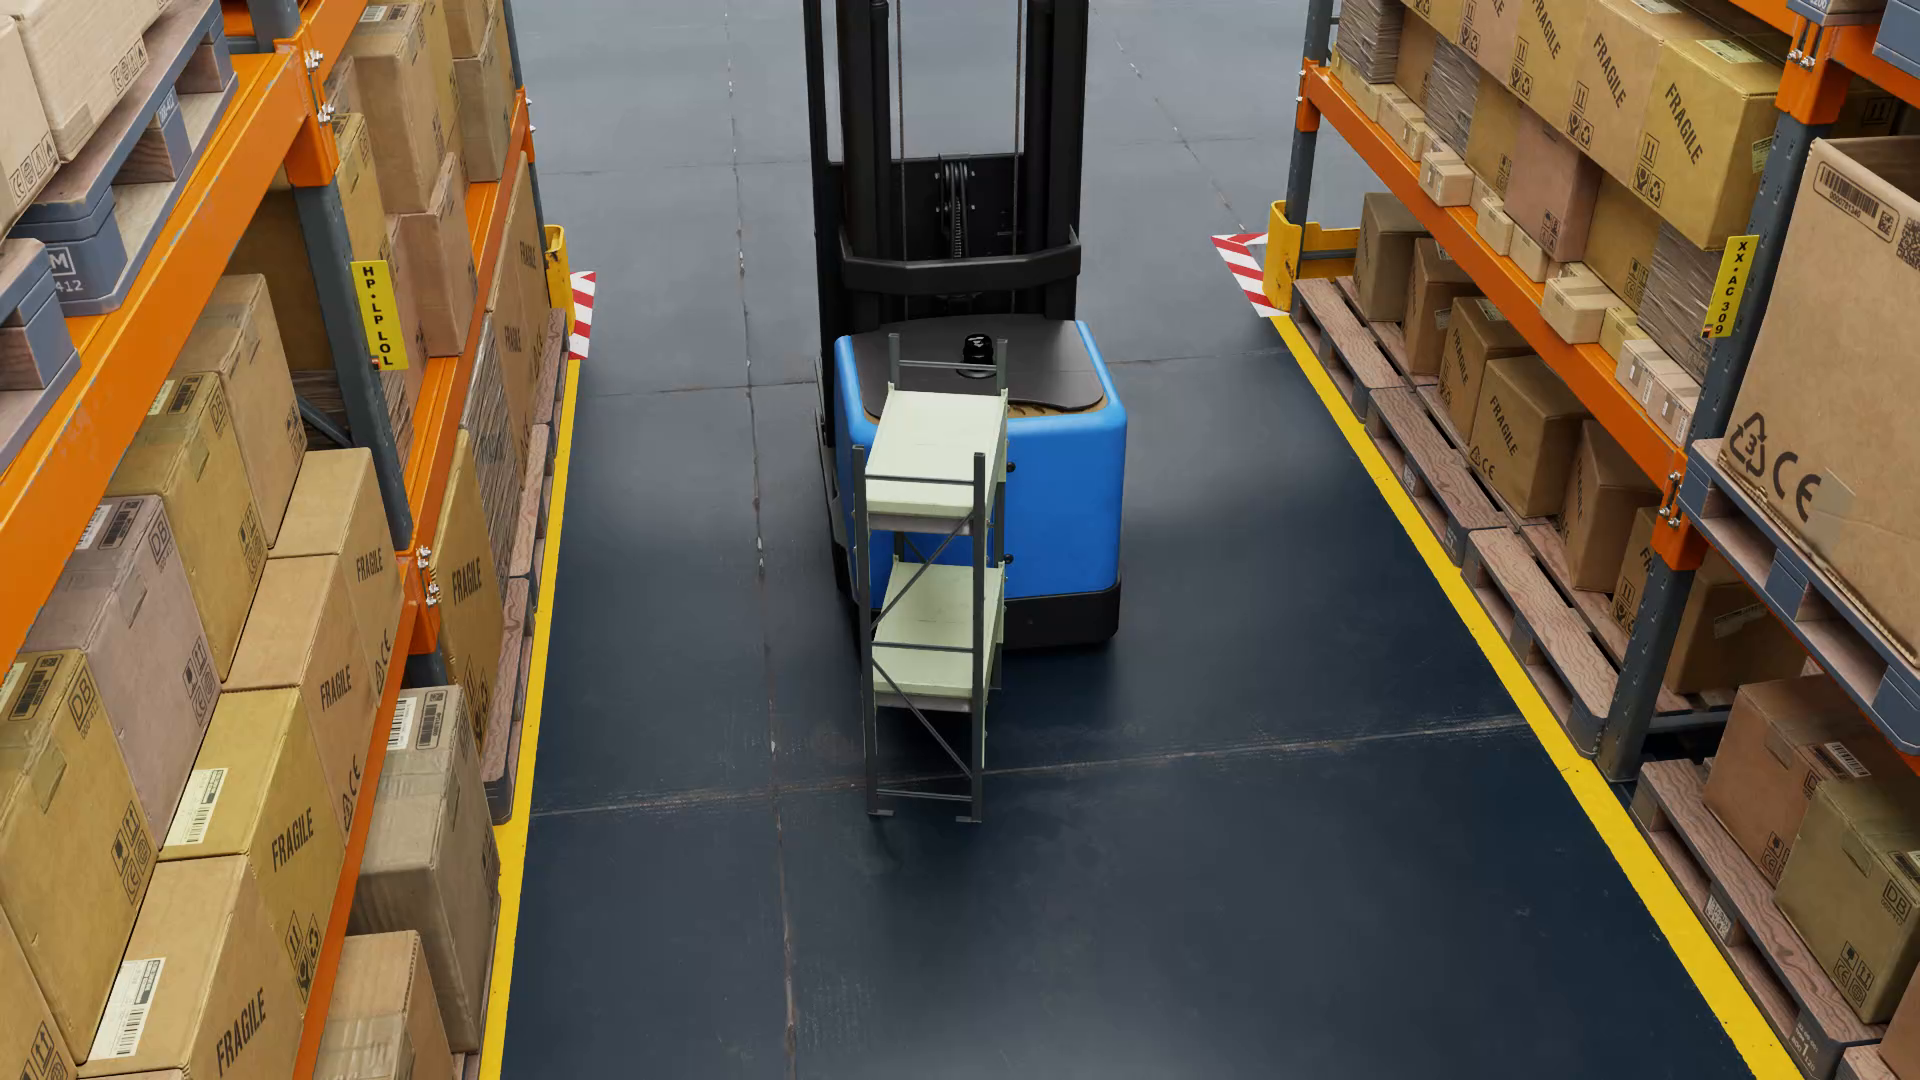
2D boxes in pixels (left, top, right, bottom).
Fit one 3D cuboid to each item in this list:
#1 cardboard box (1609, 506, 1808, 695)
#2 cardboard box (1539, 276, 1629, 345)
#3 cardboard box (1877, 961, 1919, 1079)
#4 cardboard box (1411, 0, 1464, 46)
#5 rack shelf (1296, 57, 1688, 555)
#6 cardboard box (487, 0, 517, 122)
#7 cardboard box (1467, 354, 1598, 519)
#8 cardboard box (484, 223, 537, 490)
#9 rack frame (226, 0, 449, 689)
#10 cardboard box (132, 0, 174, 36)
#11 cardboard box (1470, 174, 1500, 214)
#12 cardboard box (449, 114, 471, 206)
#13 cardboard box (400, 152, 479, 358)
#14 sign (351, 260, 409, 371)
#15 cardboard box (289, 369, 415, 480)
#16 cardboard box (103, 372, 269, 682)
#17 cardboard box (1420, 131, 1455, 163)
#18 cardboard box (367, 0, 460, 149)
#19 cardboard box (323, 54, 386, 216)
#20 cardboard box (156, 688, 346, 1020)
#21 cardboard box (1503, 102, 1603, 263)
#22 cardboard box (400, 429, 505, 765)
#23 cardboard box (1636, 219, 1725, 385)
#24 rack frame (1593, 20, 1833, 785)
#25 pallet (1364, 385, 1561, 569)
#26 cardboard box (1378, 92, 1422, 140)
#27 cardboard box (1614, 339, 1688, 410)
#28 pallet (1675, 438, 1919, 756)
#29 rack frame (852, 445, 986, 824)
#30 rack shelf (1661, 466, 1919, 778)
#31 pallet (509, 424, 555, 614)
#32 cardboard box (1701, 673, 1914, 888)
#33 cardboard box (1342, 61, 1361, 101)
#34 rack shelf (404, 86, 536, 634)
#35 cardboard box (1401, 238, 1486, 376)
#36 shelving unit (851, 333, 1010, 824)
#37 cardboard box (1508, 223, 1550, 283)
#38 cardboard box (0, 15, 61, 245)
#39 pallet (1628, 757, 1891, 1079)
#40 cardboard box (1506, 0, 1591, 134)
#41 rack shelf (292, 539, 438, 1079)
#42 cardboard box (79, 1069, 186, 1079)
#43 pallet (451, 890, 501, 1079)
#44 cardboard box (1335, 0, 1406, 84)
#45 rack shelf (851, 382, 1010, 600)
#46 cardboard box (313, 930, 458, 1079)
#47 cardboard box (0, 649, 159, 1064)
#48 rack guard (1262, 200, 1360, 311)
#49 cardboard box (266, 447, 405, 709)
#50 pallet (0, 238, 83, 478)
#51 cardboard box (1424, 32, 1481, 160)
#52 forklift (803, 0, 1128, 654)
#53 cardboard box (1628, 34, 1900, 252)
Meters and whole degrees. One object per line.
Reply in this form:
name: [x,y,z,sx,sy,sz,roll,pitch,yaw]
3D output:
cardboard box: [2.799,0.199,6.141,0.500,0.500,0.500,-5,35,-8]
cardboard box: [2.351,-0.843,6.046,0.380,0.149,0.250,-4,35,-6]
cardboard box: [2.996,1.341,4.447,0.700,0.500,0.500,-7,35,-10]
cardboard box: [2.208,-2.357,6.805,0.500,0.500,0.500,-4,35,-6]
rack shelf: [2.544,-1.253,7.063,1.077,0.370,4.000,-4,35,-6]
cardboard box: [-2.558,-2.205,7.689,0.875,0.550,0.550,-4,35,-6]
cardboard box: [2.553,-0.460,7.108,0.500,0.500,0.500,-7,35,-11]
cardboard box: [-2.376,-0.778,7.242,0.875,0.875,0.875,-5,35,-7]
rack frame: [-2.115,-0.115,4.754,1.000,3.000,0.127,-4,35,-6]
cardboard box: [-1.862,-1.125,3.245,0.500,0.250,0.500,-4,34,-6]
cardboard box: [2.348,-1.411,6.880,0.380,0.149,0.250,-4,35,-6]
cardboard box: [-2.512,-1.578,6.768,0.875,0.550,0.550,-4,35,-6]
cardboard box: [-2.229,-0.997,5.916,0.875,0.550,0.550,-4,35,-6]
sign: [-1.579,-0.607,4.519,0.100,0.325,0.005,-4,35,-6]
cardboard box: [-2.177,-0.381,5.013,0.875,0.550,0.550,-4,35,-6]
cardboard box: [-1.971,-0.005,3.618,0.700,0.500,0.500,-5,35,-7]
cardboard box: [2.252,-1.688,7.286,0.380,0.149,0.250,-4,35,-6]
cardboard box: [-2.335,-1.736,6.042,0.875,0.550,0.500,-4,35,-6]
cardboard box: [-2.320,-1.129,5.151,0.875,0.550,0.550,-4,35,-6]
cardboard box: [-1.644,0.679,3.501,0.500,0.500,0.500,-4,34,-6]
cardboard box: [2.615,-1.407,6.298,0.875,0.500,0.500,-4,35,-6]
cardboard box: [-2.130,0.234,5.757,0.875,0.875,0.875,-4,34,-6]
cardboard box: [2.814,-0.854,5.486,0.875,0.500,0.500,-4,35,-6]
rack frame: [2.813,-0.434,5.223,1.000,3.000,0.127,-4,35,-6]
pallet: [2.521,-0.336,7.555,1.003,0.211,1.213,-4,35,-6]
cardboard box: [2.165,-1.965,7.694,0.380,0.149,0.250,-4,35,-6]
cardboard box: [2.469,-0.568,5.643,0.380,0.149,0.250,-4,35,-6]
pallet: [2.772,0.083,4.635,1.003,0.211,1.213,-4,35,-6]
rack frame: [-0.123,0.351,5.403,0.400,1.500,0.023,4,34,5]
rack shelf: [3.082,0.980,3.788,1.077,0.370,4.000,-4,35,-6]
pallet: [-2.307,-0.075,7.172,1.003,0.211,1.213,-4,35,-6]
cardboard box: [2.875,0.762,5.298,0.700,0.500,0.500,-7,35,-10]
cardboard box: [2.092,-2.244,8.102,0.380,0.149,0.250,-4,35,-6]
rack shelf: [-2.384,-0.933,6.595,1.077,0.370,4.000,-4,35,-6]
cardboard box: [2.457,-1.126,8.085,0.500,0.500,0.500,4,35,6]
shelving unit: [-0.082,0.147,5.703,0.431,1.500,0.755,4,34,5]
cardboard box: [2.374,-1.129,6.466,0.380,0.149,0.250,-4,35,-6]
cardboard box: [-1.661,-0.571,2.377,0.500,0.311,0.500,-6,35,-8]
pallet: [2.920,1.153,5.371,1.003,0.211,1.213,-4,35,-6]
cardboard box: [2.345,-1.799,5.986,0.500,0.500,0.500,-4,35,-6]
rack shelf: [-1.846,1.299,3.319,1.077,0.370,4.000,-4,35,-6]
cardboard box: [-1.509,1.240,2.678,0.500,0.500,0.500,-4,35,-6]
pallet: [-1.937,1.463,4.916,1.003,0.211,1.213,-4,35,-6]
cardboard box: [2.322,-2.521,7.933,0.875,0.500,0.500,-4,35,-6]
rack shelf: [-0.082,-0.176,5.483,0.431,0.370,0.720,4,34,5]
cardboard box: [-1.817,1.520,3.981,1.050,0.750,0.750,-4,35,-6]
cardboard box: [-1.837,0.558,2.790,0.700,0.500,0.500,-5,35,-7]
rack guard: [2.286,-1.591,9.140,1.175,0.500,0.348,-4,35,-6]
cardboard box: [-1.780,0.115,4.329,0.500,0.500,0.500,-5,35,-7]
pallet: [-1.870,-0.023,2.124,1.003,0.211,1.213,-3,34,-4]
cardboard box: [2.533,-1.969,7.123,0.875,0.500,0.500,-4,35,-6]
forklift: [-0.087,-1.562,6.940,1.130,2.935,3.031,-5,35,-7]
cardboard box: [2.480,-1.241,5.167,0.500,0.500,0.500,-4,35,-6]
